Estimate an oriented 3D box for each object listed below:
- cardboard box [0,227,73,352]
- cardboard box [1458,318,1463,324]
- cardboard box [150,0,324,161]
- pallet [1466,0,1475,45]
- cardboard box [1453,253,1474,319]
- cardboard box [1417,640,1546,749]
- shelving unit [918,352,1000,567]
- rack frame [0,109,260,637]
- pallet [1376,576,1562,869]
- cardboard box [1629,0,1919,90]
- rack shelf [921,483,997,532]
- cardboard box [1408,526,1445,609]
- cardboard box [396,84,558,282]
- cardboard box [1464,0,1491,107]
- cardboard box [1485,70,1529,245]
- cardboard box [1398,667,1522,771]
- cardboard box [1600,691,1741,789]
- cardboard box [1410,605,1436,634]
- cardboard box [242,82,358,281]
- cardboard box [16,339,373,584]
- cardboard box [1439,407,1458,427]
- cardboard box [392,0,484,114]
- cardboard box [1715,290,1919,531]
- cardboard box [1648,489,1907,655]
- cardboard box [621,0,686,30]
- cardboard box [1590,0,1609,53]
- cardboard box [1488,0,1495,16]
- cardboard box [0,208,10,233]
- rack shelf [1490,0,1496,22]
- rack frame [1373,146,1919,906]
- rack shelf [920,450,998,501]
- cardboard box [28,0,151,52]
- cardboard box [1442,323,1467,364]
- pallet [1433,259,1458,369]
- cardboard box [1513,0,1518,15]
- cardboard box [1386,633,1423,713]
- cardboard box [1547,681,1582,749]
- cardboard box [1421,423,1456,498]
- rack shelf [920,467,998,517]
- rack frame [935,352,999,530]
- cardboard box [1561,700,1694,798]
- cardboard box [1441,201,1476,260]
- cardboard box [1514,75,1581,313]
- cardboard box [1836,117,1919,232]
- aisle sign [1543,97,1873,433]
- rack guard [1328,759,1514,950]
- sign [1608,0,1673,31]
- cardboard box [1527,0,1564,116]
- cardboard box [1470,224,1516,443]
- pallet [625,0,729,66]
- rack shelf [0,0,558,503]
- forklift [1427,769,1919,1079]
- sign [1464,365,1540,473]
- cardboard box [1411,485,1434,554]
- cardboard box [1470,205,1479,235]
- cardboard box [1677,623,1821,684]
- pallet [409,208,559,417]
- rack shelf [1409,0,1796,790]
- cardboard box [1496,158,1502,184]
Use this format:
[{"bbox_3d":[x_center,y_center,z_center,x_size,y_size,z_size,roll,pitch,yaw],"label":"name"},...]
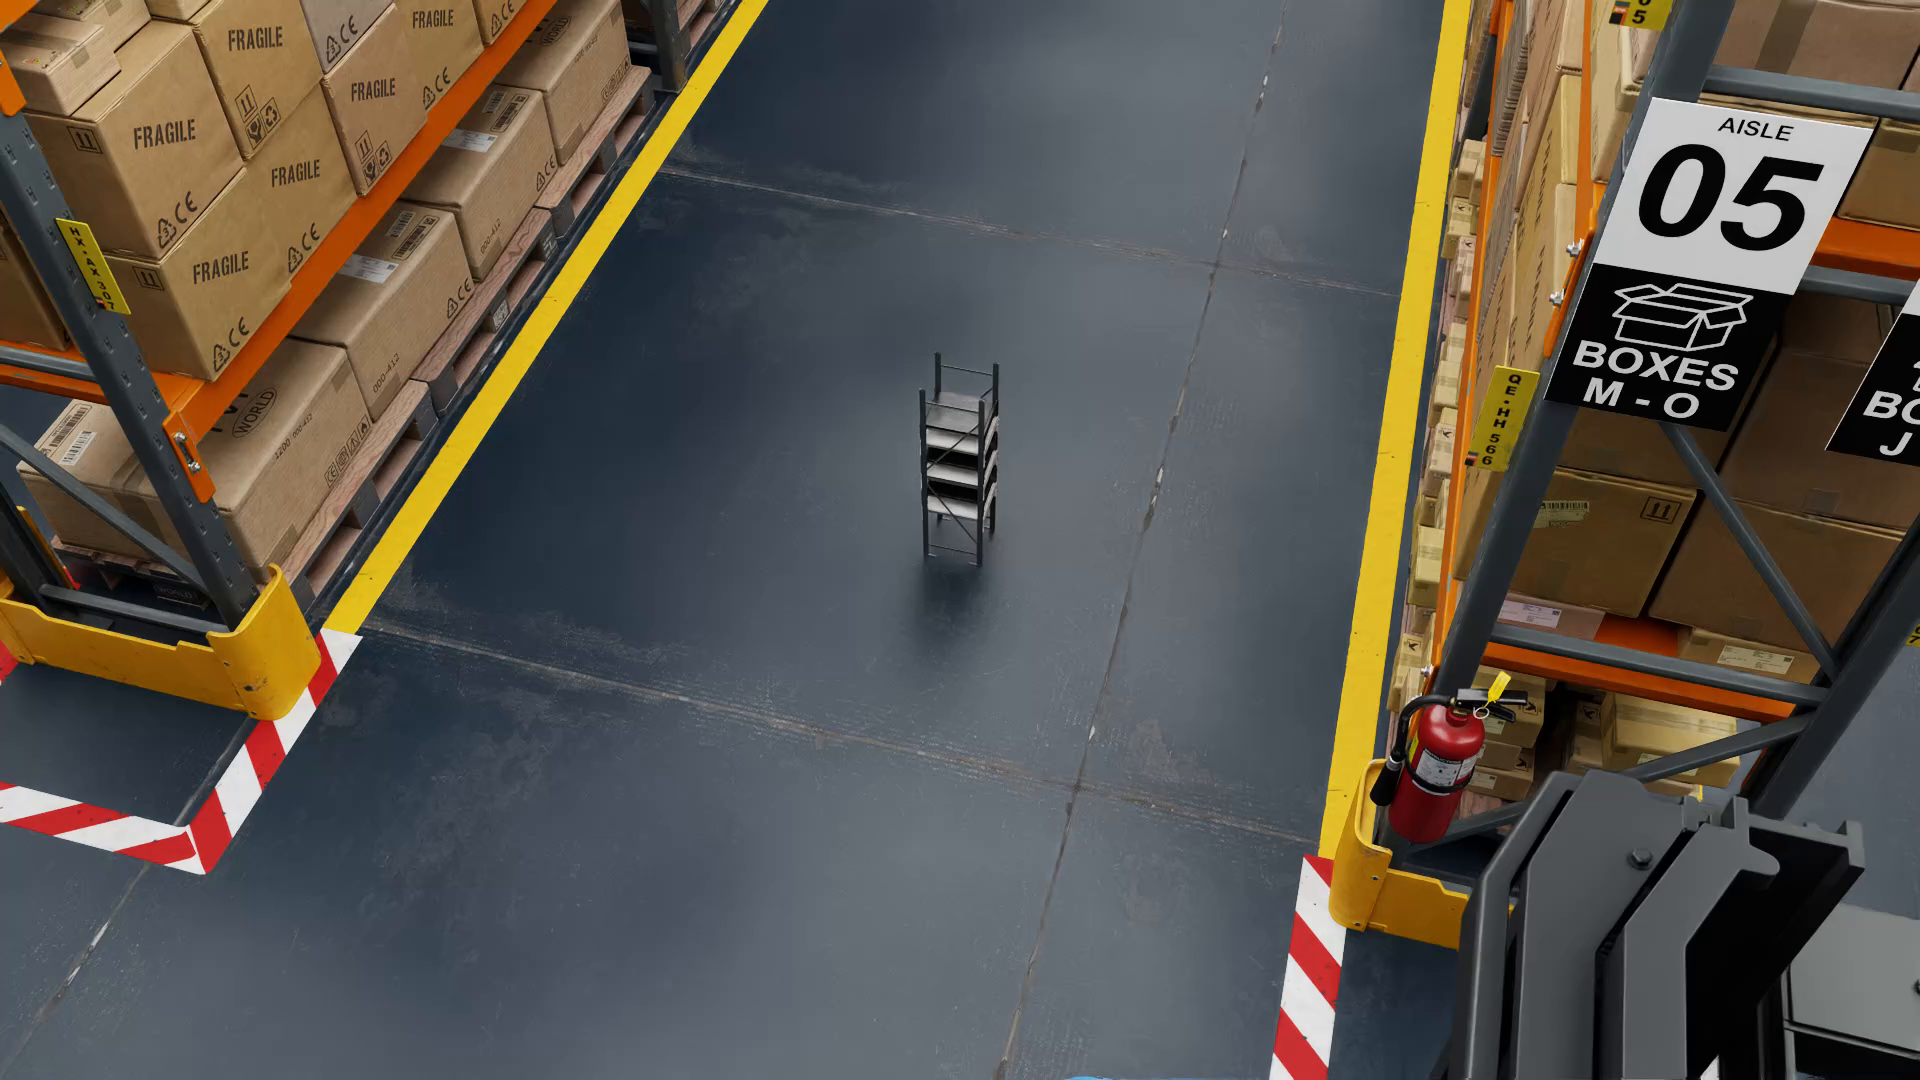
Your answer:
[{"bbox_3d":[-3.121,-1.009,5.492,0.500,0.500,0.500,12,50,10],"label":"cardboard box"},{"bbox_3d":[2.353,-0.984,7.158,0.380,0.149,0.250,11,49,9],"label":"cardboard box"},{"bbox_3d":[-2.462,-1.605,5.351,0.500,0.500,0.500,10,49,9],"label":"cardboard box"},{"bbox_3d":[3.385,-3.090,9.255,1.003,0.211,1.213,12,50,10],"label":"pallet"},{"bbox_3d":[2.231,-1.007,6.782,0.380,0.149,0.250,13,50,11],"label":"cardboard box"},{"bbox_3d":[1.705,0.504,5.448,0.380,0.149,0.250,12,50,10],"label":"cardboard box"},{"bbox_3d":[-0.002,-0.292,6.326,0.258,0.900,0.210,12,50,10],"label":"shelving unit"},{"bbox_3d":[-2.992,-0.575,5.175,1.000,3.000,0.127,12,50,10],"label":"rack frame"},{"bbox_3d":[2.078,0.616,5.984,1.003,0.211,1.213,12,50,10],"label":"pallet"},{"bbox_3d":[1.686,-1.163,3.460,0.500,0.250,0.500,10,49,9],"label":"cardboard box"},{"bbox_3d":[-0.002,-0.151,6.486,0.258,0.077,0.200,12,50,10],"label":"rack shelf"},{"bbox_3d":[1.772,0.121,5.786,0.380,0.149,0.250,11,49,9],"label":"cardboard box"},{"bbox_3d":[-2.443,-1.678,7.578,0.875,0.438,0.875,10,49,9],"label":"cardboard box"},{"bbox_3d":[2.814,-2.461,8.227,0.500,0.500,0.500,11,49,9],"label":"cardboard box"},{"bbox_3d":[2.086,-1.277,5.530,0.500,0.500,0.500,14,50,12],"label":"cardboard box"},{"bbox_3d":[1.673,0.597,5.564,0.380,0.149,0.250,10,49,9],"label":"cardboard box"},{"bbox_3d":[2.276,0.625,5.341,0.380,0.149,0.250,10,49,8],"label":"cardboard box"},{"bbox_3d":[1.809,0.221,5.896,0.380,0.149,0.250,10,49,8],"label":"cardboard box"},{"bbox_3d":[-2.483,-1.270,5.722,0.500,0.500,0.500,11,49,10],"label":"cardboard box"},{"bbox_3d":[-2.915,-0.363,6.417,0.875,0.438,0.875,10,49,9],"label":"cardboard box"},{"bbox_3d":[2.018,-0.338,6.390,0.380,0.149,0.250,14,50,12],"label":"cardboard box"},{"bbox_3d":[-2.216,-2.000,6.366,0.500,0.500,0.500,13,50,11],"label":"cardboard box"},{"bbox_3d":[2.184,-0.406,4.094,0.500,0.500,0.500,11,50,10],"label":"cardboard box"},{"bbox_3d":[2.195,-0.073,4.467,0.500,0.500,0.500,14,50,12],"label":"cardboard box"},{"bbox_3d":[-1.853,-3.368,8.778,0.875,0.875,0.875,13,50,11],"label":"cardboard box"},{"bbox_3d":[1.802,-1.366,3.973,0.500,0.250,0.500,12,50,10],"label":"cardboard box"},{"bbox_3d":[2.815,-2.713,7.949,0.500,0.250,0.500,10,49,9],"label":"cardboard box"},{"bbox_3d":[-3.095,-1.334,5.112,0.500,0.500,0.500,13,50,11],"label":"cardboard box"},{"bbox_3d":[3.389,-3.773,8.478,1.077,0.370,4.000,12,50,10],"label":"rack shelf"},{"bbox_3d":[1.810,0.329,4.378,1.000,3.000,0.127,12,50,10],"label":"rack frame"},{"bbox_3d":[-0.002,-0.270,6.351,0.258,0.077,0.200,12,50,10],"label":"rack shelf"},{"bbox_3d":[-2.631,-1.559,4.878,0.380,0.149,0.250,13,50,11],"label":"cardboard box"},{"bbox_3d":[2.153,-0.716,6.723,0.380,0.149,0.250,11,50,10],"label":"cardboard box"},{"bbox_3d":[2.720,-1.149,7.542,1.003,0.211,1.213,12,50,10],"label":"pallet"},{"bbox_3d":[2.366,-2.028,6.193,0.500,0.500,0.500,12,50,10],"label":"cardboard box"},{"bbox_3d":[1.717,0.506,5.843,0.380,0.149,0.250,13,50,11],"label":"cardboard box"},{"bbox_3d":[2.247,0.612,5.749,0.380,0.149,0.250,11,50,10],"label":"cardboard box"},{"bbox_3d":[1.918,-0.259,6.121,0.380,0.149,0.250,13,50,11],"label":"cardboard box"},{"bbox_3d":[-0.002,-0.210,6.419,0.258,0.077,0.200,12,50,10],"label":"rack shelf"},{"bbox_3d":[0.025,-0.365,6.391,0.240,0.900,0.006,12,50,10],"label":"rack frame"},{"bbox_3d":[2.195,0.707,5.467,0.380,0.149,0.250,13,50,12],"label":"cardboard box"},{"bbox_3d":[2.387,-1.367,7.496,0.380,0.149,0.250,13,50,11],"label":"cardboard box"},{"bbox_3d":[1.824,-0.880,4.513,0.500,0.500,0.500,10,49,9],"label":"cardboard box"},{"bbox_3d":[2.175,-0.888,3.551,0.500,0.250,0.500,13,50,11],"label":"cardboard box"},{"bbox_3d":[1.501,-0.537,3.409,0.394,0.787,0.004,12,50,10],"label":"aisle sign"},{"bbox_3d":[1.830,1.101,5.363,1.175,0.500,0.348,12,50,10],"label":"rack guard"},{"bbox_3d":[1.280,-1.080,3.031,0.100,0.325,0.005,12,50,10],"label":"sign"},{"bbox_3d":[2.088,-1.641,5.184,0.500,0.500,0.500,10,49,9],"label":"cardboard box"},{"bbox_3d":[1.820,-0.550,4.888,0.500,0.500,0.500,11,49,9],"label":"cardboard box"},{"bbox_3d":[-1.809,-3.118,9.280,1.003,0.211,1.213,12,50,10],"label":"pallet"},{"bbox_3d":[-2.466,-1.783,6.722,1.077,0.370,4.000,12,50,10],"label":"rack shelf"},{"bbox_3d":[1.519,1.715,3.200,3.031,2.935,1.130,12,50,10],"label":"forklift"},{"bbox_3d":[1.280,-0.283,3.935,0.100,0.325,0.005,12,50,10],"label":"sign"},{"bbox_3d":[1.929,-0.046,6.331,0.380,0.149,0.250,10,49,8],"label":"cardboard box"},{"bbox_3d":[2.479,-1.458,7.378,0.380,0.149,0.250,12,50,10],"label":"cardboard box"},{"bbox_3d":[2.211,0.243,4.622,0.380,0.149,0.250,11,50,10],"label":"cardboard box"},{"bbox_3d":[-2.534,-1.125,7.521,1.003,0.211,1.213,12,50,10],"label":"pallet"},{"bbox_3d":[2.336,-0.879,5.924,1.077,0.370,4.000,12,50,10],"label":"rack shelf"},{"bbox_3d":[2.173,-1.379,6.052,0.380,0.149,0.250,14,50,12],"label":"cardboard box"}]
